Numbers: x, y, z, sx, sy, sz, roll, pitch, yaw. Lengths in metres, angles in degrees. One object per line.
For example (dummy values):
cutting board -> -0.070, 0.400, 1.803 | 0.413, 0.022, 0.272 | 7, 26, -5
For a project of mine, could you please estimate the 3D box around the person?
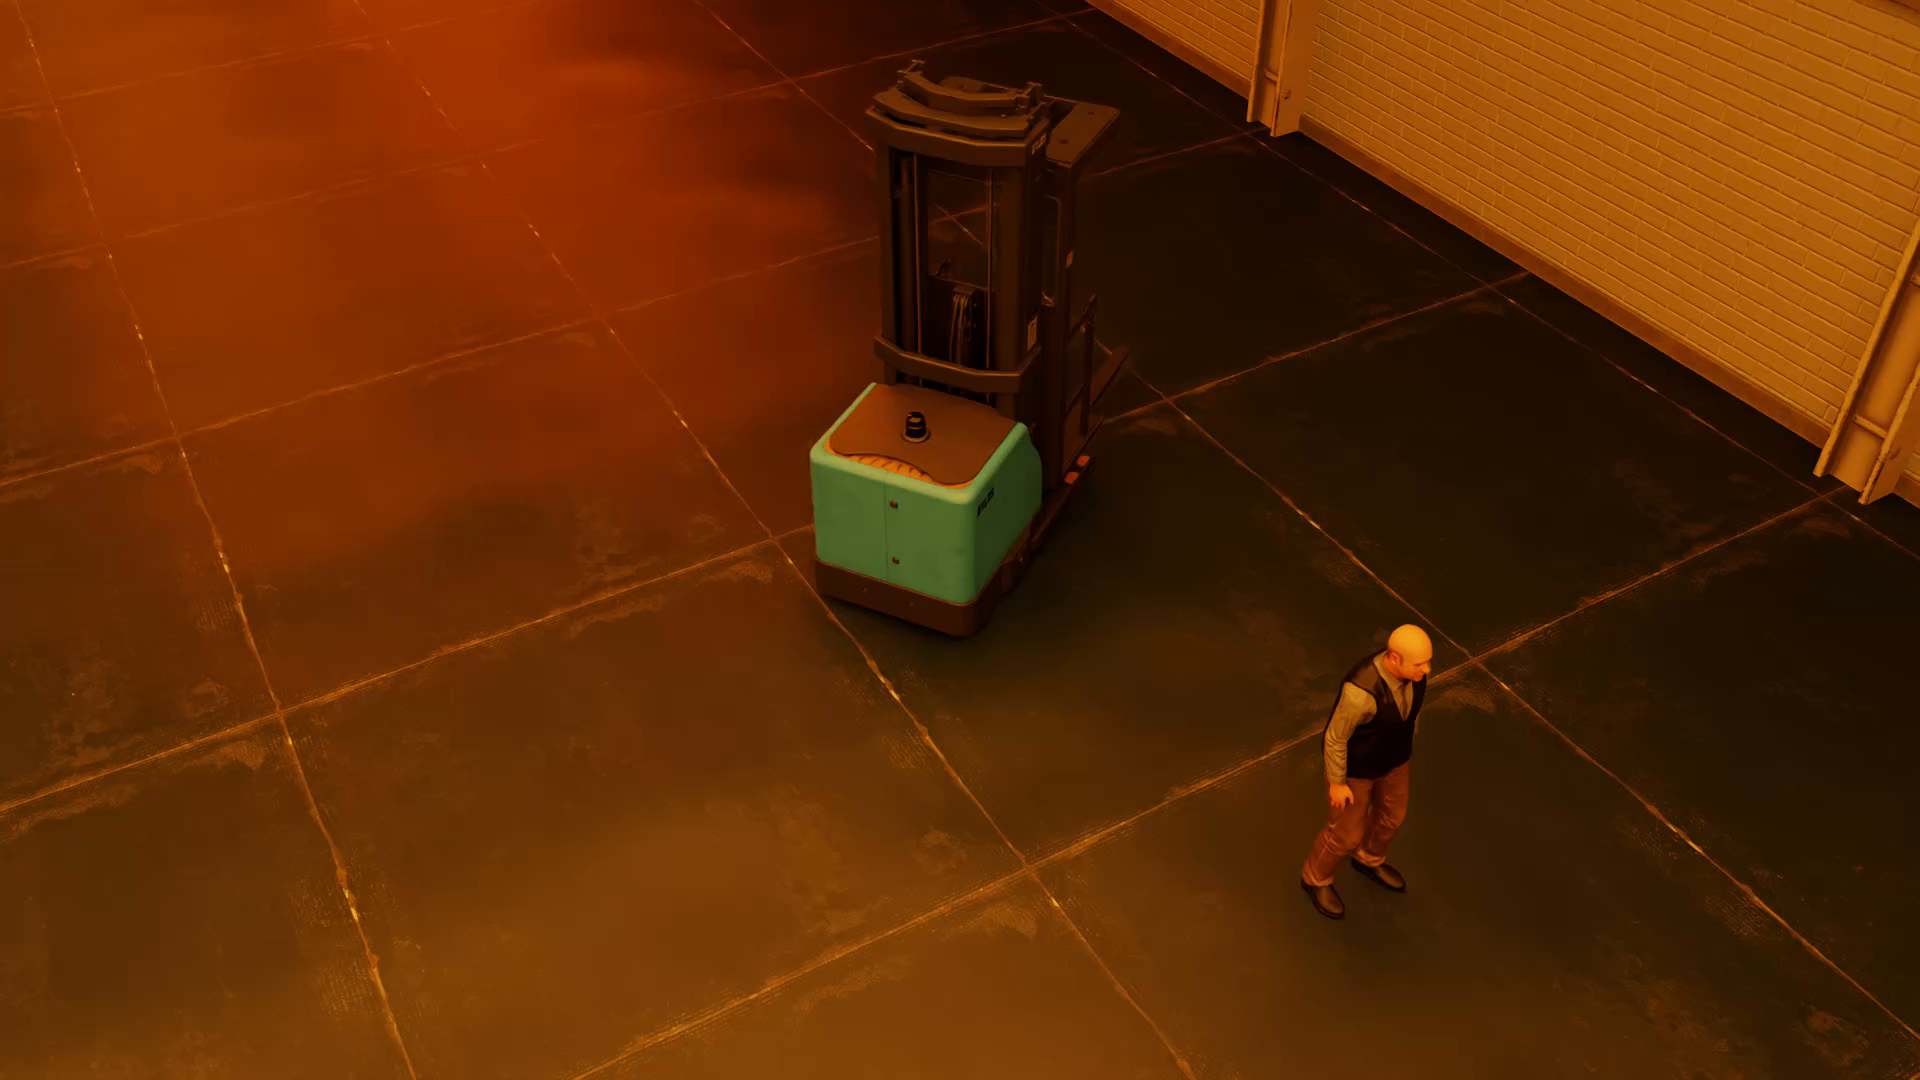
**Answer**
person -> 1.915, 1.034, 7.745 | 0.588, 1.725, 0.446 | -24, 45, -26

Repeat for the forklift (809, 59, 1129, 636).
forklift -> 0.228, -1.513, 9.860 | 1.130, 2.935, 3.031 | 17, 43, 19
